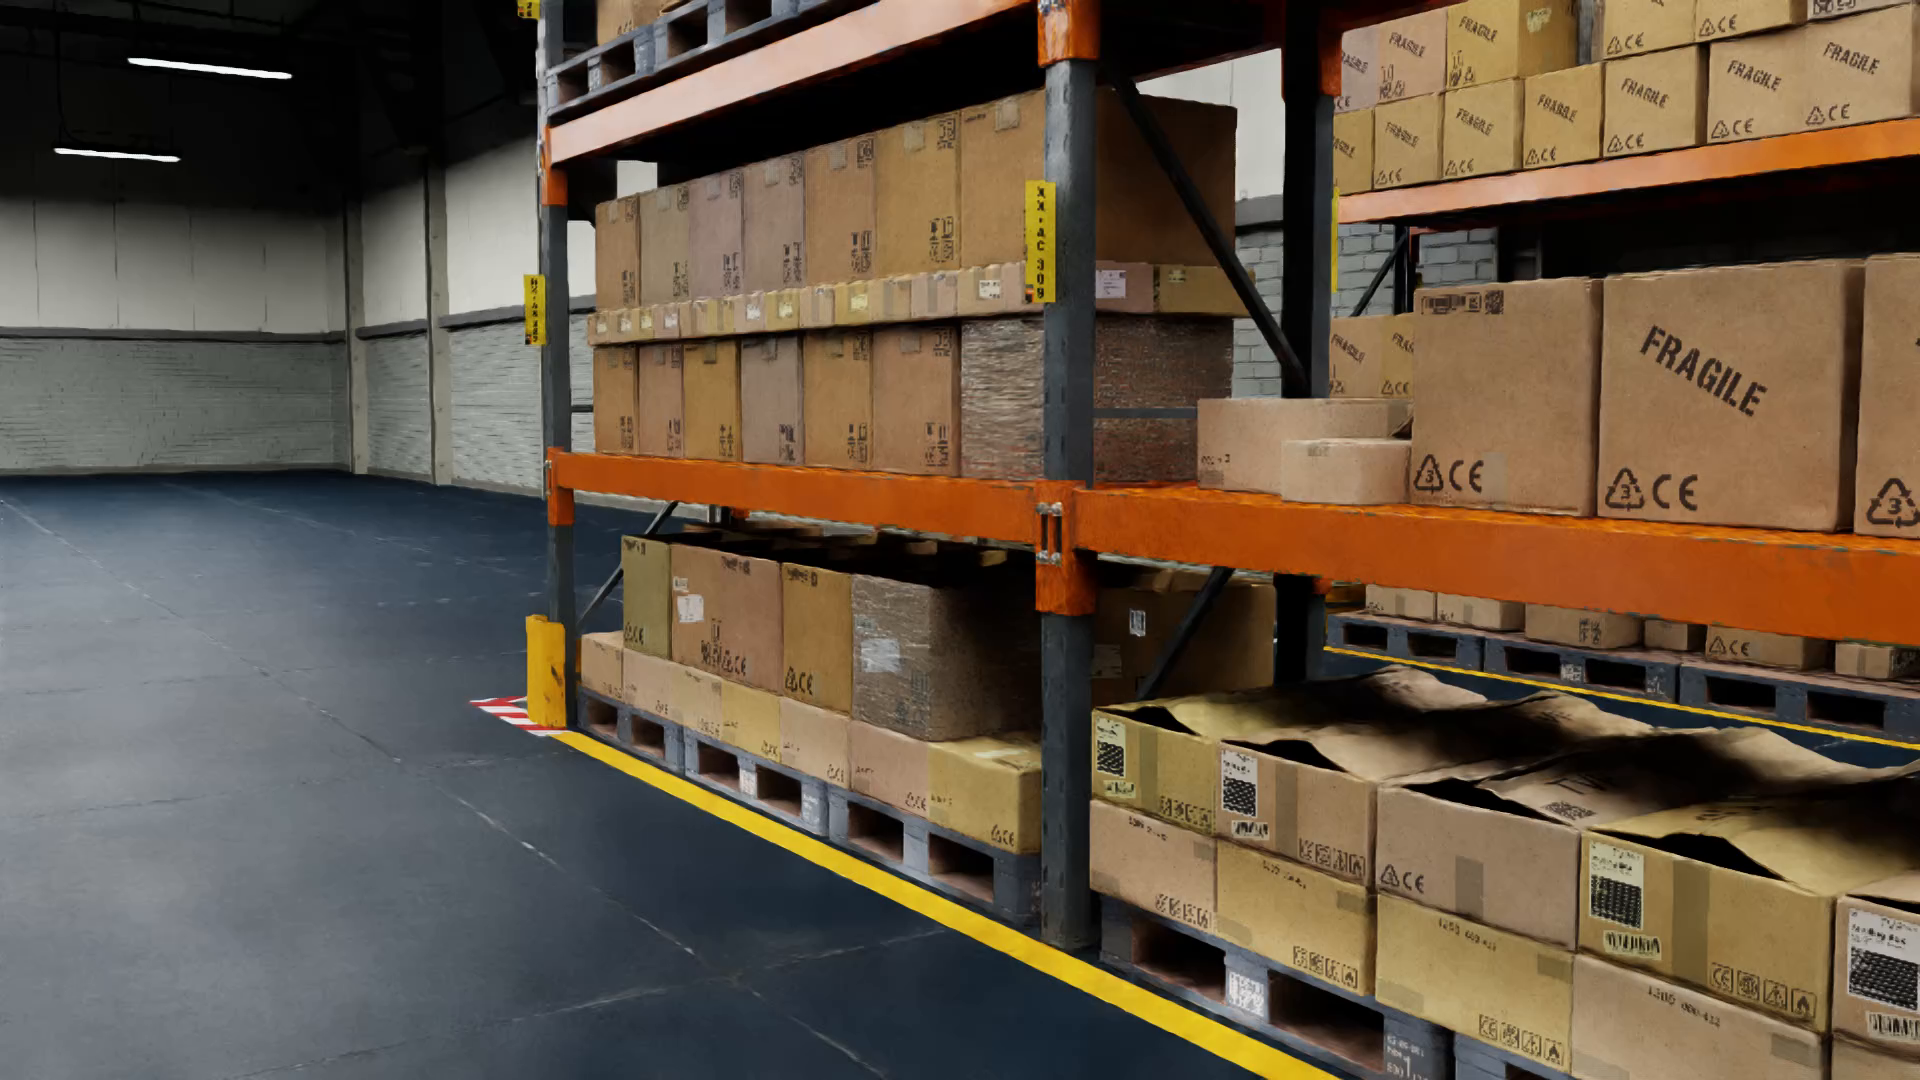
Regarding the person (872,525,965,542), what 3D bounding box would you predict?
[{"bbox_3d":[-0.169,-0.030,9.273,0.544,1.697,0.604,-2,5,-25],"label":"person"}]
